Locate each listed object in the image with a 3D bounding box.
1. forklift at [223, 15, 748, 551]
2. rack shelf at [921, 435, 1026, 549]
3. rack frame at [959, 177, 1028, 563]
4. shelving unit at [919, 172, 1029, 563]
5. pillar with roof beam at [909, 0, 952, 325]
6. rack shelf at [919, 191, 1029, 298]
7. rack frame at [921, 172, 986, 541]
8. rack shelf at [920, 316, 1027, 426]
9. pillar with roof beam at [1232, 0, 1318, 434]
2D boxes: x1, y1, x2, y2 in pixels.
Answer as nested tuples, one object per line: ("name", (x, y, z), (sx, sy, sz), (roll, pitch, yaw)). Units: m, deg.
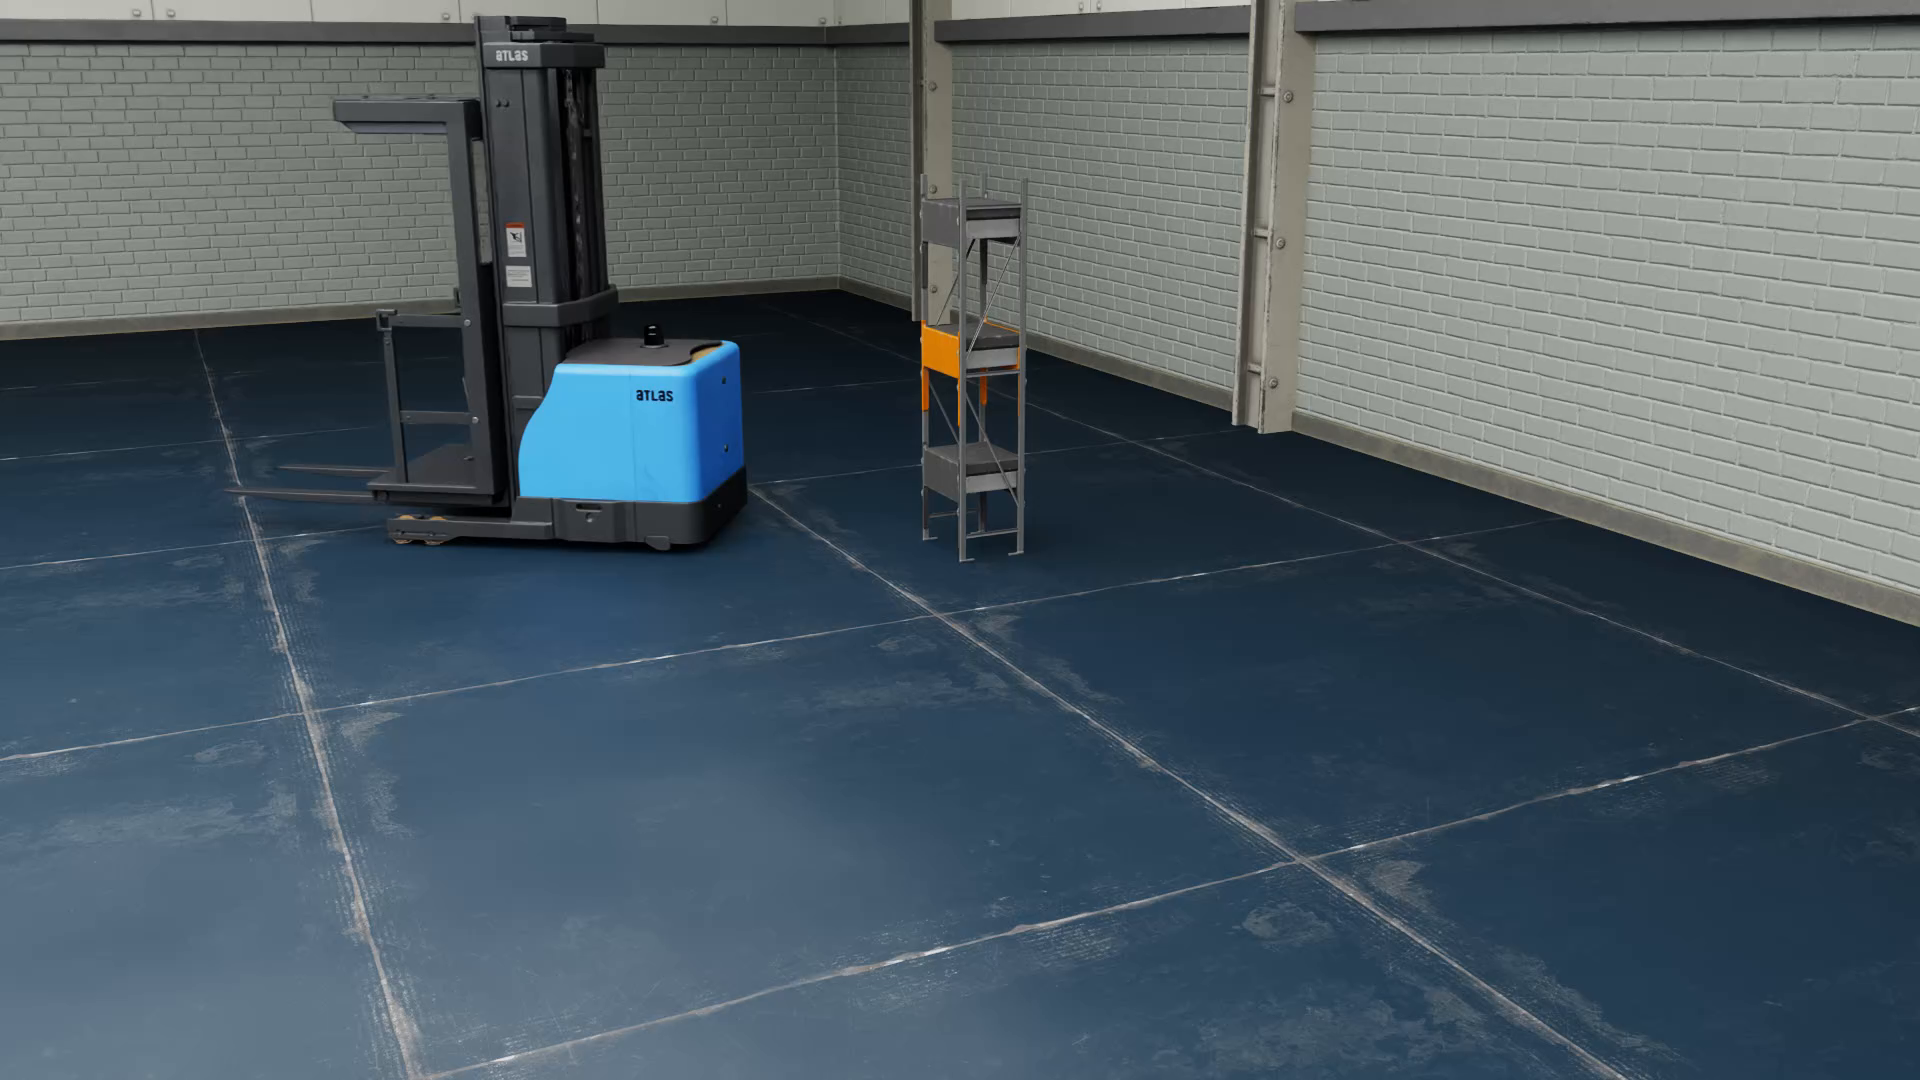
("forklift", (-2.879, -1.517, 9.724), (3.031, 2.935, 1.130), (2, 16, 8))
("rack shelf", (0.073, -0.282, 9.515), (0.431, 0.518, 0.480), (-8, 18, -25))
("rack frame", (0.179, -0.908, 9.107), (0.400, 2.100, 0.015), (-8, 18, -25))
("shelving unit", (0.072, -0.968, 9.318), (0.431, 2.100, 0.503), (-8, 18, -25))
("pillar with roof beam", (-4.171, -6.161, 14.906), (9.100, 9.000, 0.400), (-8, 18, -25))
("rack shelf", (0.072, -1.628, 9.129), (0.431, 0.518, 0.480), (-8, 18, -25))
("rack frame", (-0.034, -1.029, 9.529), (0.400, 2.100, 0.015), (-8, 18, -25))
("rack shelf", (0.072, -0.955, 9.322), (0.431, 0.518, 0.480), (-8, 18, -25))
("pillar with roof beam", (-1.543, -4.673, 9.721), (9.100, 9.000, 0.400), (-8, 18, -25))
